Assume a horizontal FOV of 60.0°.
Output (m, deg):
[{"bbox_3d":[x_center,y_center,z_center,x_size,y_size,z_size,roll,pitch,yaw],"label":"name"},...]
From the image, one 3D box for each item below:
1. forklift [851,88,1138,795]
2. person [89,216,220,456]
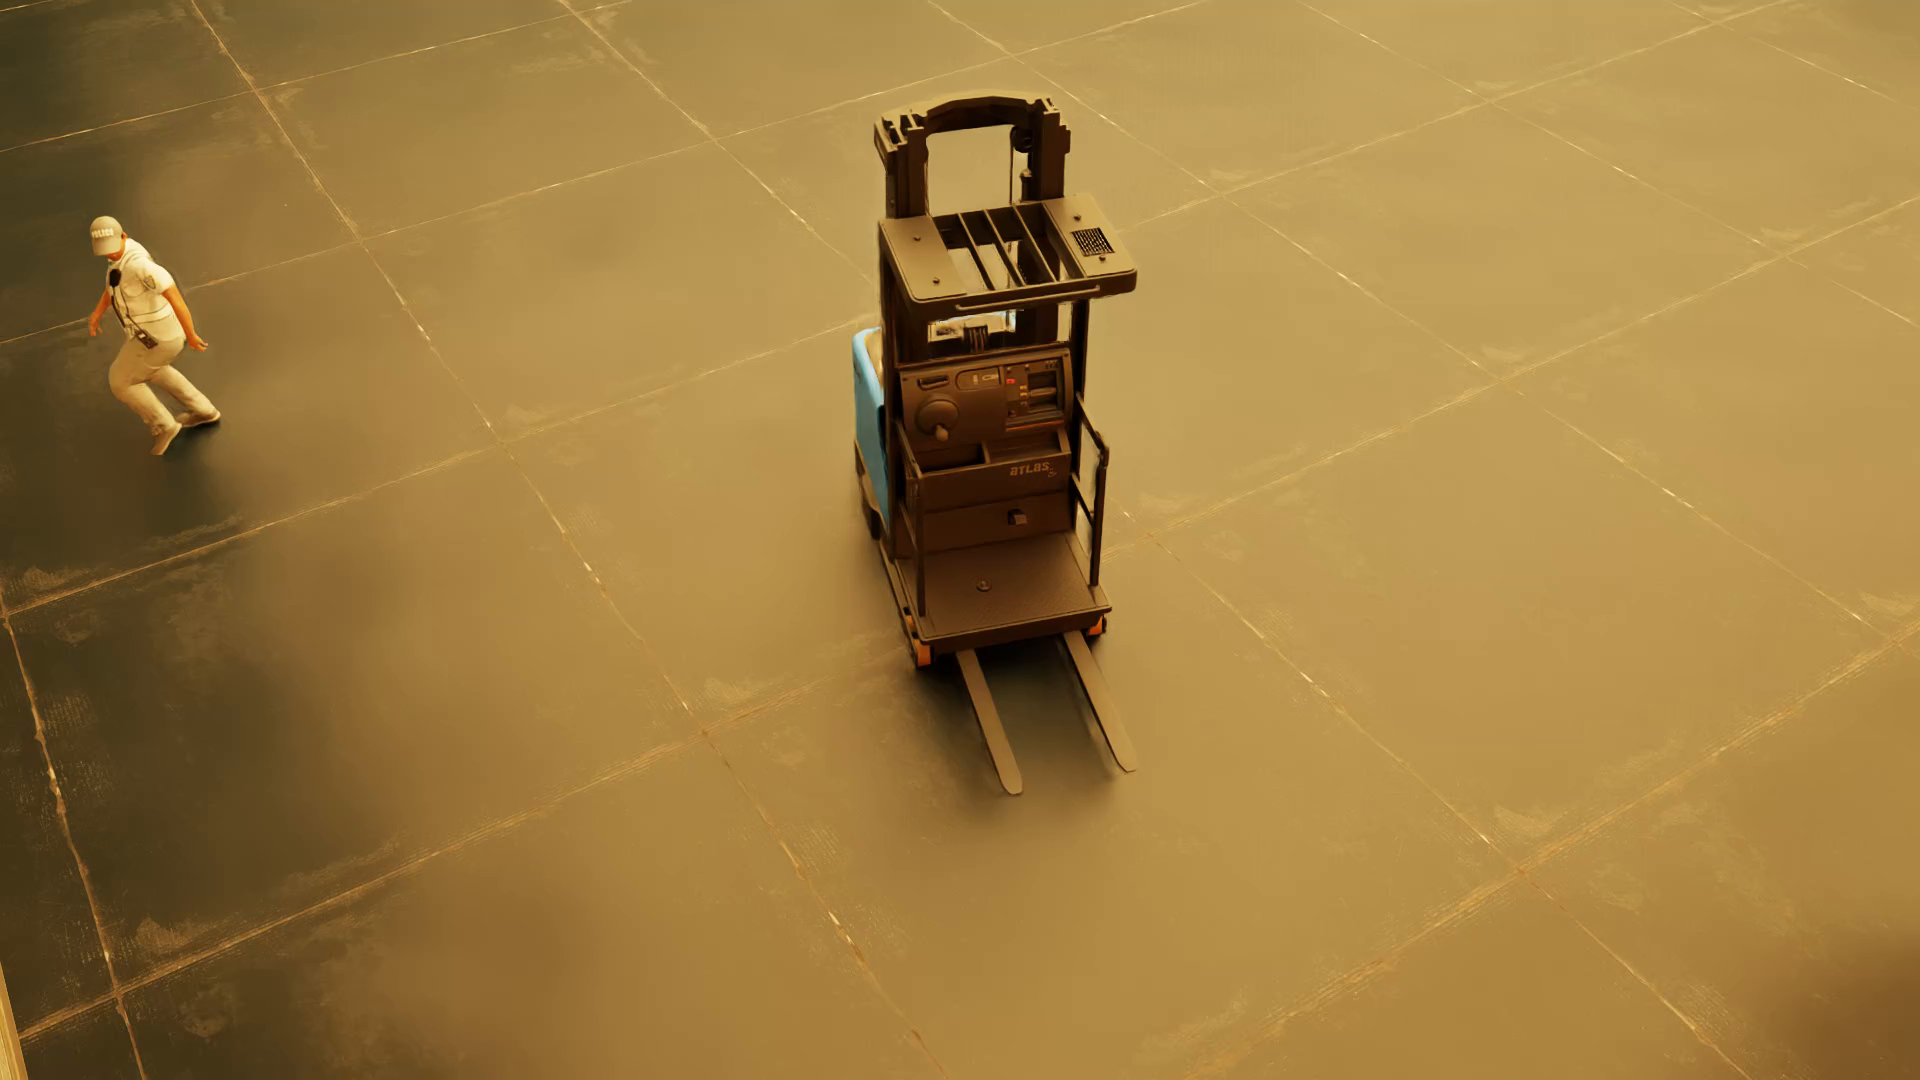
[{"bbox_3d":[0.199,-0.681,8.651,1.130,2.935,3.031,-10,42,-11],"label":"forklift"},{"bbox_3d":[-5.058,-1.294,10.405,0.709,1.645,0.615,-10,42,-12],"label":"person"}]
